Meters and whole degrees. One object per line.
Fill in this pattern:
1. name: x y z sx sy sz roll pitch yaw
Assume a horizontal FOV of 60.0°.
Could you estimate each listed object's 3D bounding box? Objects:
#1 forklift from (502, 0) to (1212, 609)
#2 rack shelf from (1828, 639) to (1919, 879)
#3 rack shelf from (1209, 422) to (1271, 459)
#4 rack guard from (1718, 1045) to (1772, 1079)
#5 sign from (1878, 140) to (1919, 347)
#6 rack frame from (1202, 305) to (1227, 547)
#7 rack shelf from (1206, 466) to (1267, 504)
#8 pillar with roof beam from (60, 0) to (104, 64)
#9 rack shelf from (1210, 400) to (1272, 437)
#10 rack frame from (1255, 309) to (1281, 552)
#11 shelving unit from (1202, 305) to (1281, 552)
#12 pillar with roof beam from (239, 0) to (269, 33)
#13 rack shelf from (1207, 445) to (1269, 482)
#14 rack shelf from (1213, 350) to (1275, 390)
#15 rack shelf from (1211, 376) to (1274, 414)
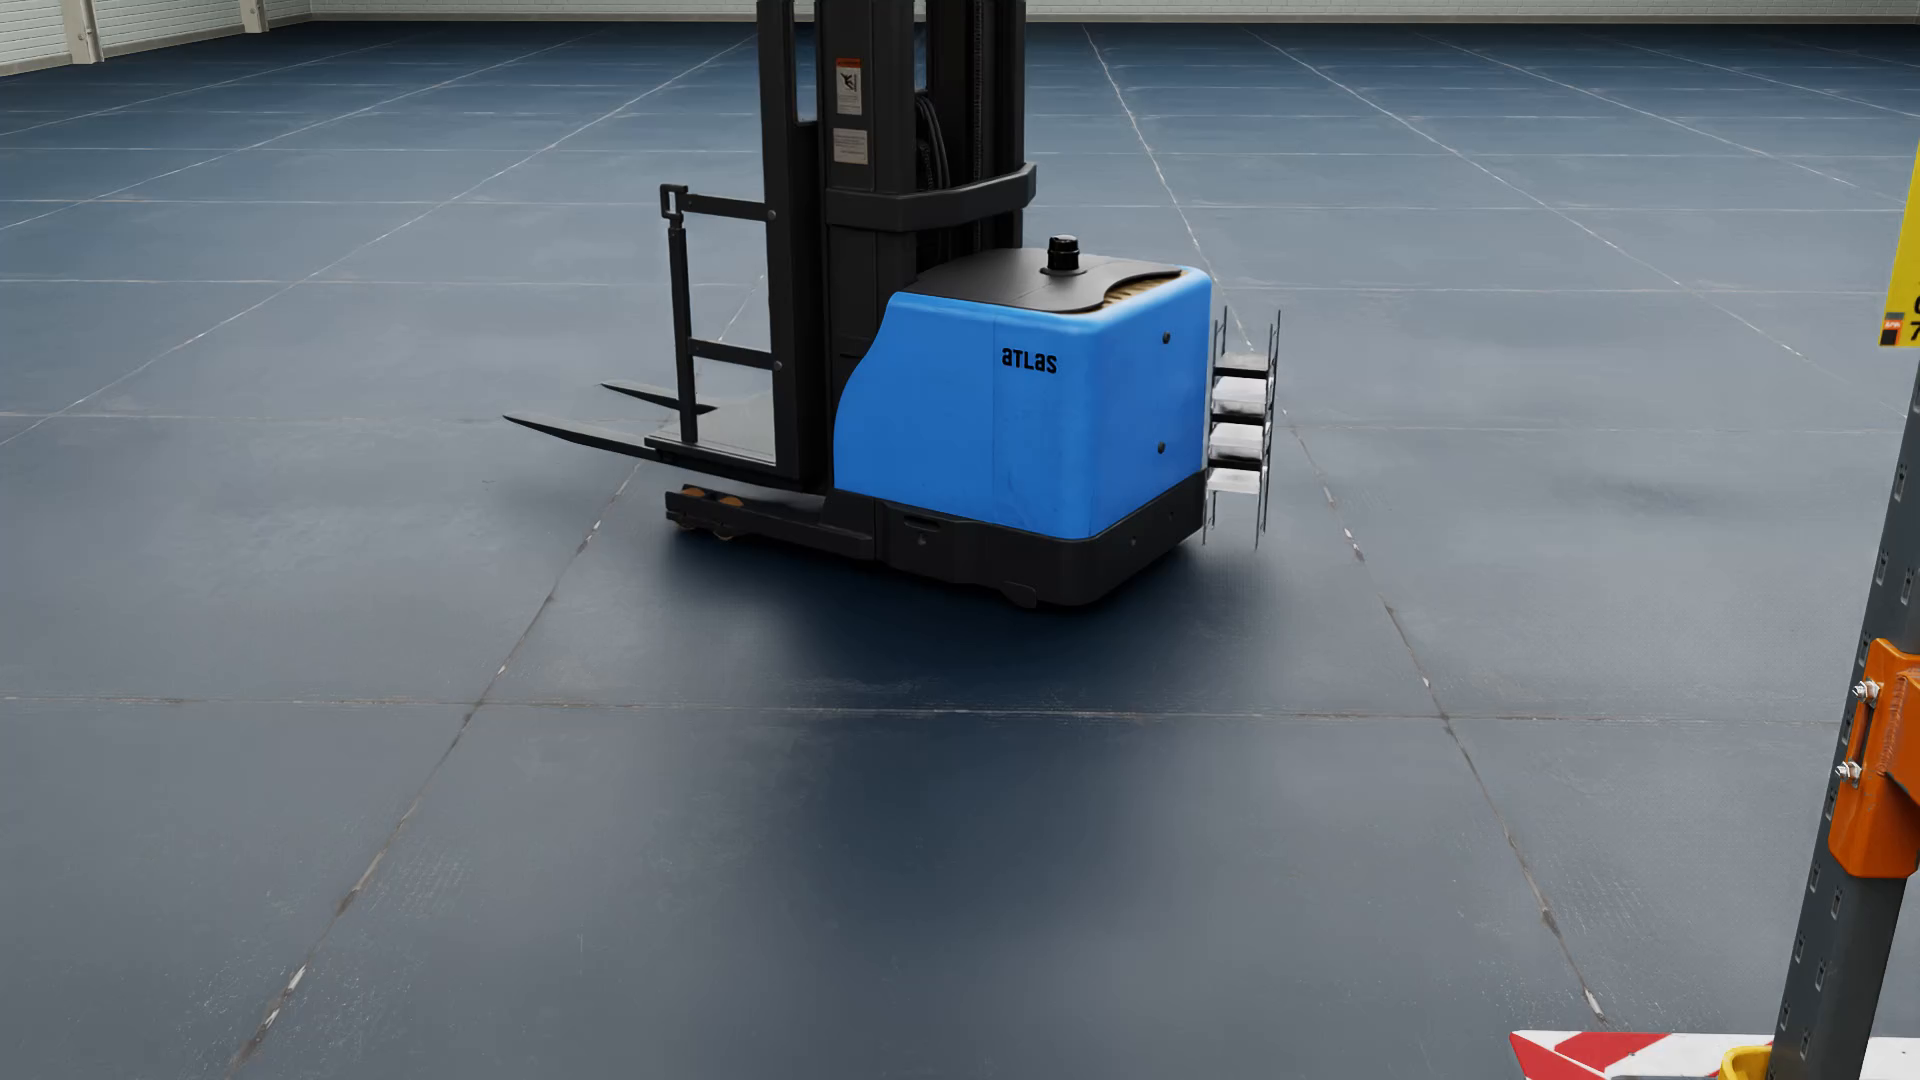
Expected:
1. forklift: -0.569 -1.513 6.377 3.031 2.935 1.130 13 25 30
2. rack shelf: 1.822 1.044 0.685 1.077 0.370 4.000 1 21 2
3. rack shelf: 1.078 -0.393 6.390 0.200 0.077 0.258 7 22 16
4. rack guard: 1.881 1.179 2.800 1.175 0.500 0.348 1 21 2
5. sign: 1.341 -0.424 2.278 0.100 0.325 0.005 1 21 2
6. rack frame: 0.981 -0.435 6.406 0.006 0.900 0.240 7 22 16
7. rack shelf: 1.078 -0.225 6.455 0.200 0.077 0.258 7 22 16
8. pillar with roof beam: -8.873 -11.362 23.371 9.100 9.000 0.400 1 21 2
9. rack shelf: 1.078 -0.477 6.357 0.200 0.077 0.258 7 22 16
10. rack frame: 1.175 -0.413 6.349 0.006 0.900 0.240 7 22 16
11. shelving unit: 1.078 -0.424 6.378 0.210 0.900 0.258 7 22 16
12. pillar with roof beam: -8.690 -13.531 28.962 9.100 9.000 0.400 1 21 2
13. rack shelf: 1.078 -0.309 6.422 0.200 0.077 0.258 7 22 16
14. rack shelf: 1.078 -0.645 6.292 0.200 0.077 0.258 7 22 16
15. rack shelf: 1.078 -0.561 6.325 0.200 0.077 0.258 7 22 16
